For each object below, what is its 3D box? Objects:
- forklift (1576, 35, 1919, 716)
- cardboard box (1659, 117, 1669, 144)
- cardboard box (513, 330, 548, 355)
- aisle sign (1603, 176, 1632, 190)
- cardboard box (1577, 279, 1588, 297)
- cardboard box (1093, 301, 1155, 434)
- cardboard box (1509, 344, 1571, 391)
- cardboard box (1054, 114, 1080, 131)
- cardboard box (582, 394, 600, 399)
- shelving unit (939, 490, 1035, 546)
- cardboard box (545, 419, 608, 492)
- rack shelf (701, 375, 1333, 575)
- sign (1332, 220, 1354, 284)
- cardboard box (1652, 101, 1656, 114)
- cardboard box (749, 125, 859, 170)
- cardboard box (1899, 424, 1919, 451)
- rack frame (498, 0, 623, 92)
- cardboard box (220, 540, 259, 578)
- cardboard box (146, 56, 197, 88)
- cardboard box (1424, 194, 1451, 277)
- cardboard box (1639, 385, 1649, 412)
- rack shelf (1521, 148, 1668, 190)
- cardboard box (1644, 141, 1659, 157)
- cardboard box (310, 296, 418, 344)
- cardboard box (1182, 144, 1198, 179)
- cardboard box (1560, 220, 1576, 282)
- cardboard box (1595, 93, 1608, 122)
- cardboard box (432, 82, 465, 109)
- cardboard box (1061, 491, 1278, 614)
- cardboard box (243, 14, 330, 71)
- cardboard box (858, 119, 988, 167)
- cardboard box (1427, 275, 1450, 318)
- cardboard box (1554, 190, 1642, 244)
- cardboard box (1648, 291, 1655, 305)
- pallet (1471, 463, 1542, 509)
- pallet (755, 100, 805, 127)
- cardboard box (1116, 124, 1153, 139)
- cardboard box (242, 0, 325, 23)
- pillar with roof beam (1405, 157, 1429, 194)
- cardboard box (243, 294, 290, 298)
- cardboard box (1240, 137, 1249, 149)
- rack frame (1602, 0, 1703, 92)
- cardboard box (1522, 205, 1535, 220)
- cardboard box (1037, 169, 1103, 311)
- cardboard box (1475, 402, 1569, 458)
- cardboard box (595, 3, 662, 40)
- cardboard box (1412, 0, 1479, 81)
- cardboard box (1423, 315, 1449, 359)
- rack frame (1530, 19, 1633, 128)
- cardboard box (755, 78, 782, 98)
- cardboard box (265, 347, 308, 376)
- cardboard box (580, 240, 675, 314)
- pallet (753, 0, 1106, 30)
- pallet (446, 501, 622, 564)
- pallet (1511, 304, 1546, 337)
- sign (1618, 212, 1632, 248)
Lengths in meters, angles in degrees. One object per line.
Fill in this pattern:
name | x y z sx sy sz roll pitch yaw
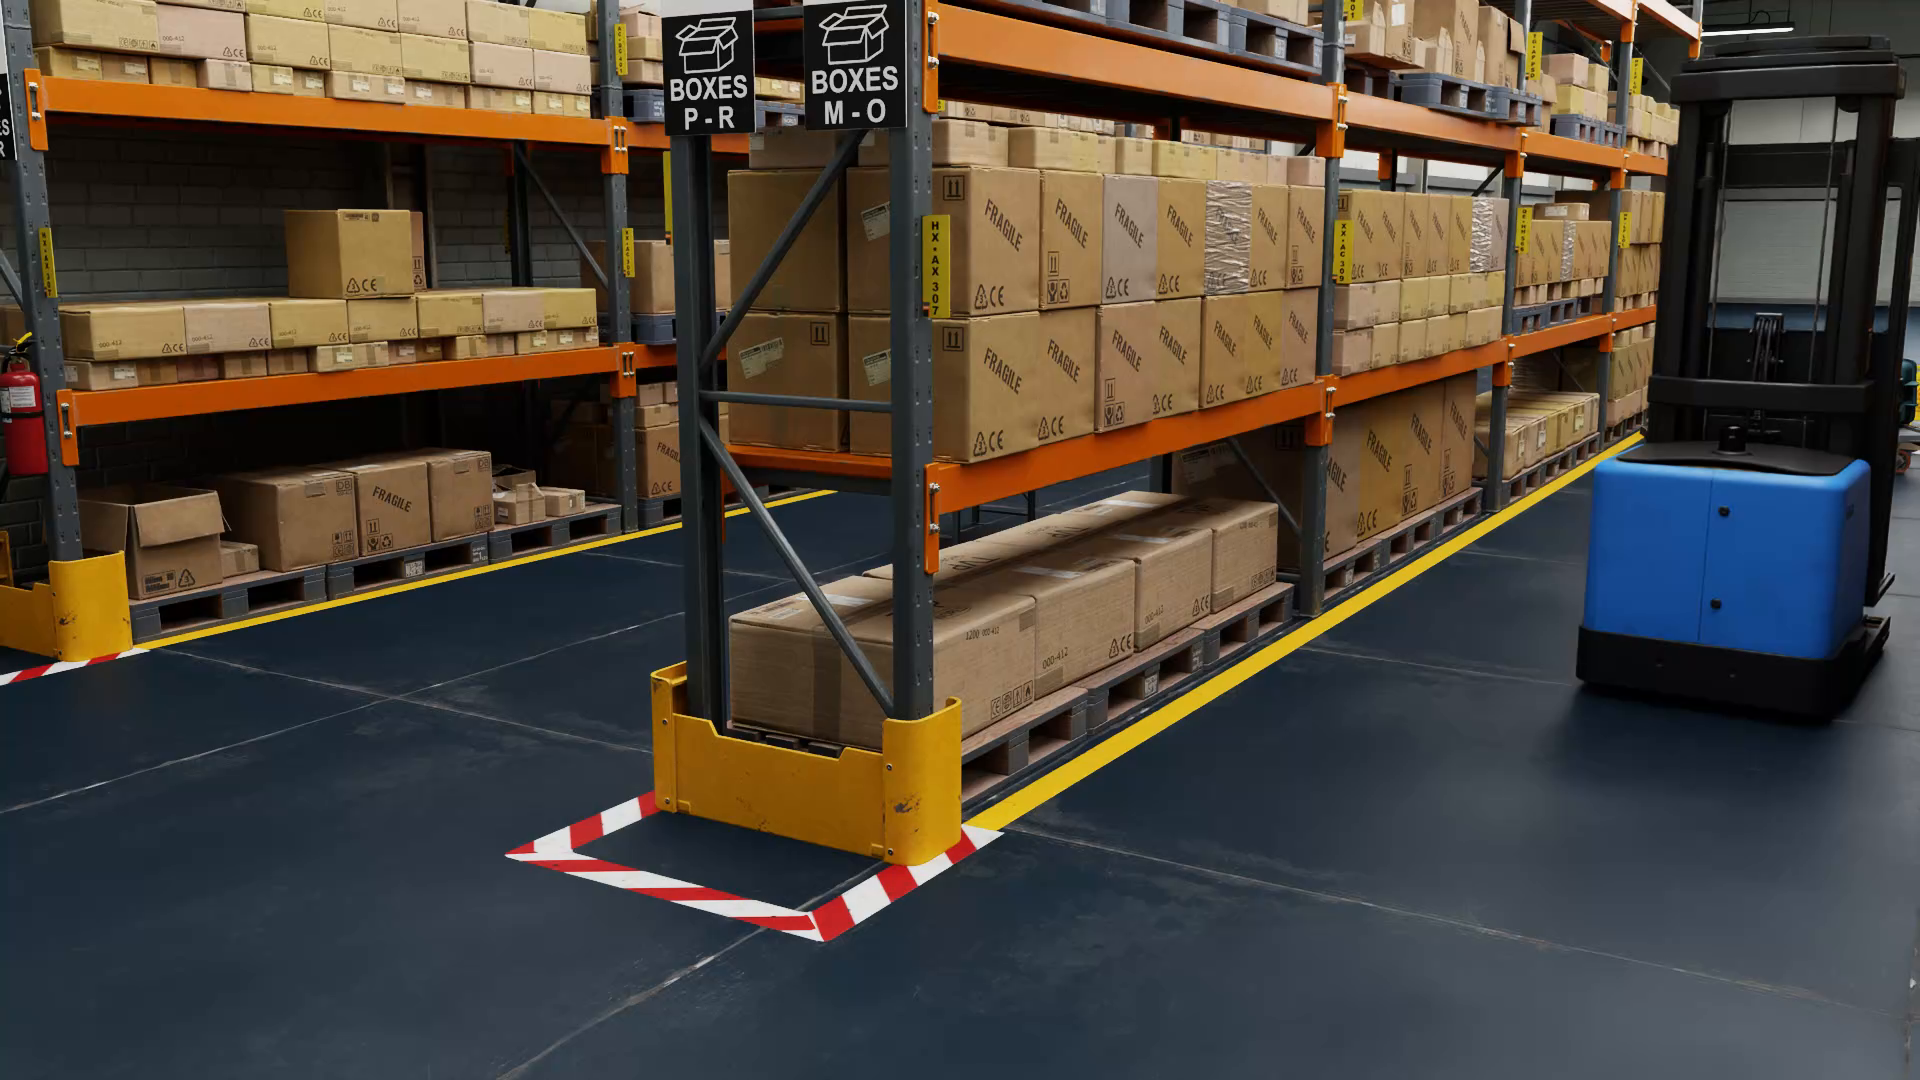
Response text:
forklift | 4.081 -0.907 8.250 1.130 2.935 3.031 7 13 34
cardboard box | 6.936 -4.183 17.011 0.500 0.250 0.500 7 12 31
cardboard box | -2.895 -1.286 10.768 0.380 0.149 0.250 7 13 32
aisle sign | 7.527 -4.301 19.124 0.394 0.787 0.004 6 12 31
cardboard box | 5.267 -2.206 14.541 0.380 0.149 0.250 7 12 31
cardboard box | 0.465 -0.725 6.817 0.500 0.500 0.500 6 12 30
cardboard box | 5.761 -1.696 16.572 0.500 0.500 0.500 6 12 30
cardboard box | 0.872 -4.256 16.630 0.500 0.311 0.500 6 12 29
cardboard box | -2.638 -0.994 12.414 0.380 0.149 0.250 6 12 31
shelving unit | 0.044 -0.751 11.302 0.538 1.500 1.048 6 12 31
cardboard box | -2.713 -0.653 12.357 0.500 0.500 0.500 6 12 30
rack shelf | 0.491 -0.428 7.458 1.077 0.370 4.000 6 12 31
sign | 2.004 -1.508 8.703 0.100 0.325 0.005 6 12 31
cardboard box | 6.755 -4.326 16.687 0.380 0.149 0.250 6 12 30
cardboard box | -0.532 -1.402 5.955 0.380 0.149 0.250 7 12 31
cardboard box | 9.284 -1.000 15.987 0.396 0.266 0.258 9 14 40
rack frame | -2.715 -4.519 11.050 1.000 3.000 0.127 6 12 31
cardboard box | -4.139 0.104 9.268 0.380 0.149 0.250 6 12 28
cardboard box | -4.166 -2.402 8.579 0.380 0.149 0.250 6 12 31
cardboard box | 2.769 -1.922 10.493 0.500 0.500 0.500 6 12 30
cardboard box | 7.027 -1.522 17.678 0.500 0.250 0.500 6 12 29
rack shelf | 6.721 -3.790 17.263 1.077 0.370 4.000 6 12 31
cardboard box | 6.798 -3.925 16.715 0.380 0.149 0.250 6 12 30
cardboard box | -3.557 -1.301 9.764 0.500 0.250 0.500 6 12 29
cardboard box | 0.809 -1.642 7.234 0.380 0.149 0.250 6 12 31
cardboard box | 4.838 -2.420 13.924 0.500 0.500 0.500 6 12 29
cardboard box | 5.503 -3.856 14.927 0.500 0.250 0.500 6 12 30
cardboard box | -3.221 -2.679 10.058 0.380 0.149 0.250 7 13 33
cardboard box | 1.112 0.045 8.797 0.875 0.438 0.875 6 12 30
cardboard box | -3.805 -2.692 9.047 0.500 0.250 0.500 6 12 29
cardboard box | -0.126 -1.356 5.708 0.380 0.149 0.250 7 13 32
cardboard box | 2.791 -1.552 10.554 0.500 0.250 0.500 6 12 29
cardboard box | 6.096 -3.090 15.923 0.700 0.500 0.500 6 12 30
cardboard box | 7.144 -2.573 17.643 0.380 0.149 0.250 6 12 30
pallet | 4.013 -0.477 13.345 1.003 0.211 1.213 6 12 31
pallet | -1.781 -3.211 12.728 1.213 0.211 1.003 6 12 31
cardboard box | 1.931 -4.476 18.244 0.380 0.149 0.250 7 13 32
cardboard box | -3.817 -2.938 8.998 0.500 0.250 0.500 6 12 30
pillar with roof beam | 12.293 -7.858 28.890 9.100 9.000 0.548 6 12 31
cardboard box | -3.978 -1.351 10.035 0.500 0.250 0.500 6 12 31
cardboard box | 3.345 -4.904 20.531 0.380 0.149 0.250 6 12 29
rack frame | 7.759 -5.932 18.601 1.000 3.000 0.127 6 12 31
cardboard box | 5.136 -3.035 15.443 0.380 0.149 0.250 6 12 30
cardboard box | 0.208 -1.138 6.306 0.500 0.500 0.500 6 12 29
cardboard box | 4.683 -0.963 14.363 0.950 0.372 0.625 7 13 33
cardboard box | -2.260 -3.540 11.311 0.396 0.266 0.258 6 12 30
cardboard box | 2.939 -3.150 10.480 0.500 0.500 0.500 7 12 31
cardboard box | 2.798 -1.305 10.594 0.500 0.250 0.500 6 12 30
rack frame | 5.683 -5.303 15.241 1.000 3.000 0.127 6 12 31
cardboard box | -1.552 -3.385 12.417 0.380 0.149 0.250 7 13 32
cardboard box | -3.871 -1.008 9.284 0.380 0.149 0.250 7 12 32
cardboard box | -2.273 -1.880 11.847 0.700 0.500 0.500 7 13 32
pallet | -0.171 -2.016 6.073 1.003 0.211 1.213 6 12 31
pallet | -3.072 -0.091 11.282 1.003 0.211 1.213 6 12 31
pallet | 3.885 -1.753 13.103 1.213 0.211 1.003 6 12 31
sign | 6.159 -2.871 15.406 0.100 0.325 0.005 6 12 31
